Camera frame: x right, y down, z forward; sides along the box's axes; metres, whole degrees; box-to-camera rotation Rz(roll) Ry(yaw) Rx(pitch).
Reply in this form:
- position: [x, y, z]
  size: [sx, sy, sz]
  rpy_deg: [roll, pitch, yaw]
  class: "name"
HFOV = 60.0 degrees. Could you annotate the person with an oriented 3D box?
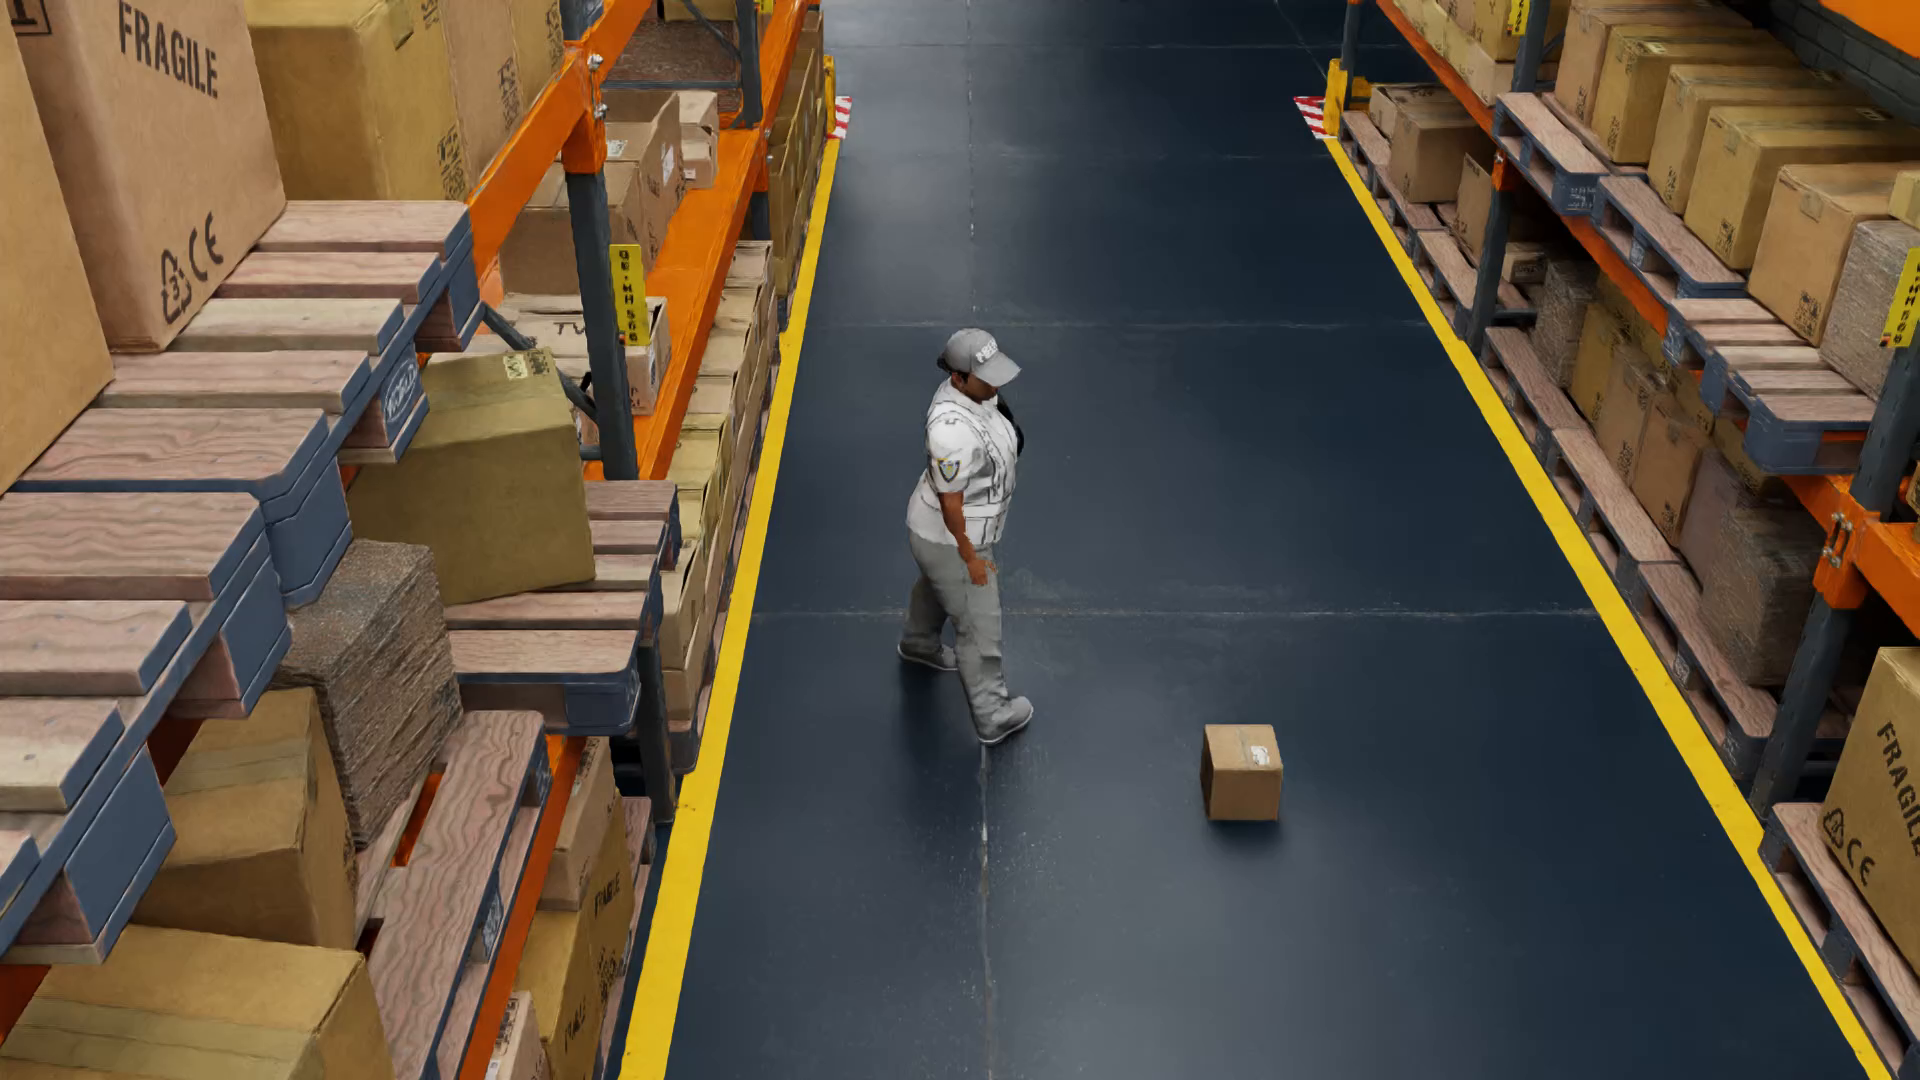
- position: [0.008, -0.057, 6.245]
  size: [0.580, 1.664, 0.616]
  rpy_deg: [3, 32, 5]
  class: "person"
